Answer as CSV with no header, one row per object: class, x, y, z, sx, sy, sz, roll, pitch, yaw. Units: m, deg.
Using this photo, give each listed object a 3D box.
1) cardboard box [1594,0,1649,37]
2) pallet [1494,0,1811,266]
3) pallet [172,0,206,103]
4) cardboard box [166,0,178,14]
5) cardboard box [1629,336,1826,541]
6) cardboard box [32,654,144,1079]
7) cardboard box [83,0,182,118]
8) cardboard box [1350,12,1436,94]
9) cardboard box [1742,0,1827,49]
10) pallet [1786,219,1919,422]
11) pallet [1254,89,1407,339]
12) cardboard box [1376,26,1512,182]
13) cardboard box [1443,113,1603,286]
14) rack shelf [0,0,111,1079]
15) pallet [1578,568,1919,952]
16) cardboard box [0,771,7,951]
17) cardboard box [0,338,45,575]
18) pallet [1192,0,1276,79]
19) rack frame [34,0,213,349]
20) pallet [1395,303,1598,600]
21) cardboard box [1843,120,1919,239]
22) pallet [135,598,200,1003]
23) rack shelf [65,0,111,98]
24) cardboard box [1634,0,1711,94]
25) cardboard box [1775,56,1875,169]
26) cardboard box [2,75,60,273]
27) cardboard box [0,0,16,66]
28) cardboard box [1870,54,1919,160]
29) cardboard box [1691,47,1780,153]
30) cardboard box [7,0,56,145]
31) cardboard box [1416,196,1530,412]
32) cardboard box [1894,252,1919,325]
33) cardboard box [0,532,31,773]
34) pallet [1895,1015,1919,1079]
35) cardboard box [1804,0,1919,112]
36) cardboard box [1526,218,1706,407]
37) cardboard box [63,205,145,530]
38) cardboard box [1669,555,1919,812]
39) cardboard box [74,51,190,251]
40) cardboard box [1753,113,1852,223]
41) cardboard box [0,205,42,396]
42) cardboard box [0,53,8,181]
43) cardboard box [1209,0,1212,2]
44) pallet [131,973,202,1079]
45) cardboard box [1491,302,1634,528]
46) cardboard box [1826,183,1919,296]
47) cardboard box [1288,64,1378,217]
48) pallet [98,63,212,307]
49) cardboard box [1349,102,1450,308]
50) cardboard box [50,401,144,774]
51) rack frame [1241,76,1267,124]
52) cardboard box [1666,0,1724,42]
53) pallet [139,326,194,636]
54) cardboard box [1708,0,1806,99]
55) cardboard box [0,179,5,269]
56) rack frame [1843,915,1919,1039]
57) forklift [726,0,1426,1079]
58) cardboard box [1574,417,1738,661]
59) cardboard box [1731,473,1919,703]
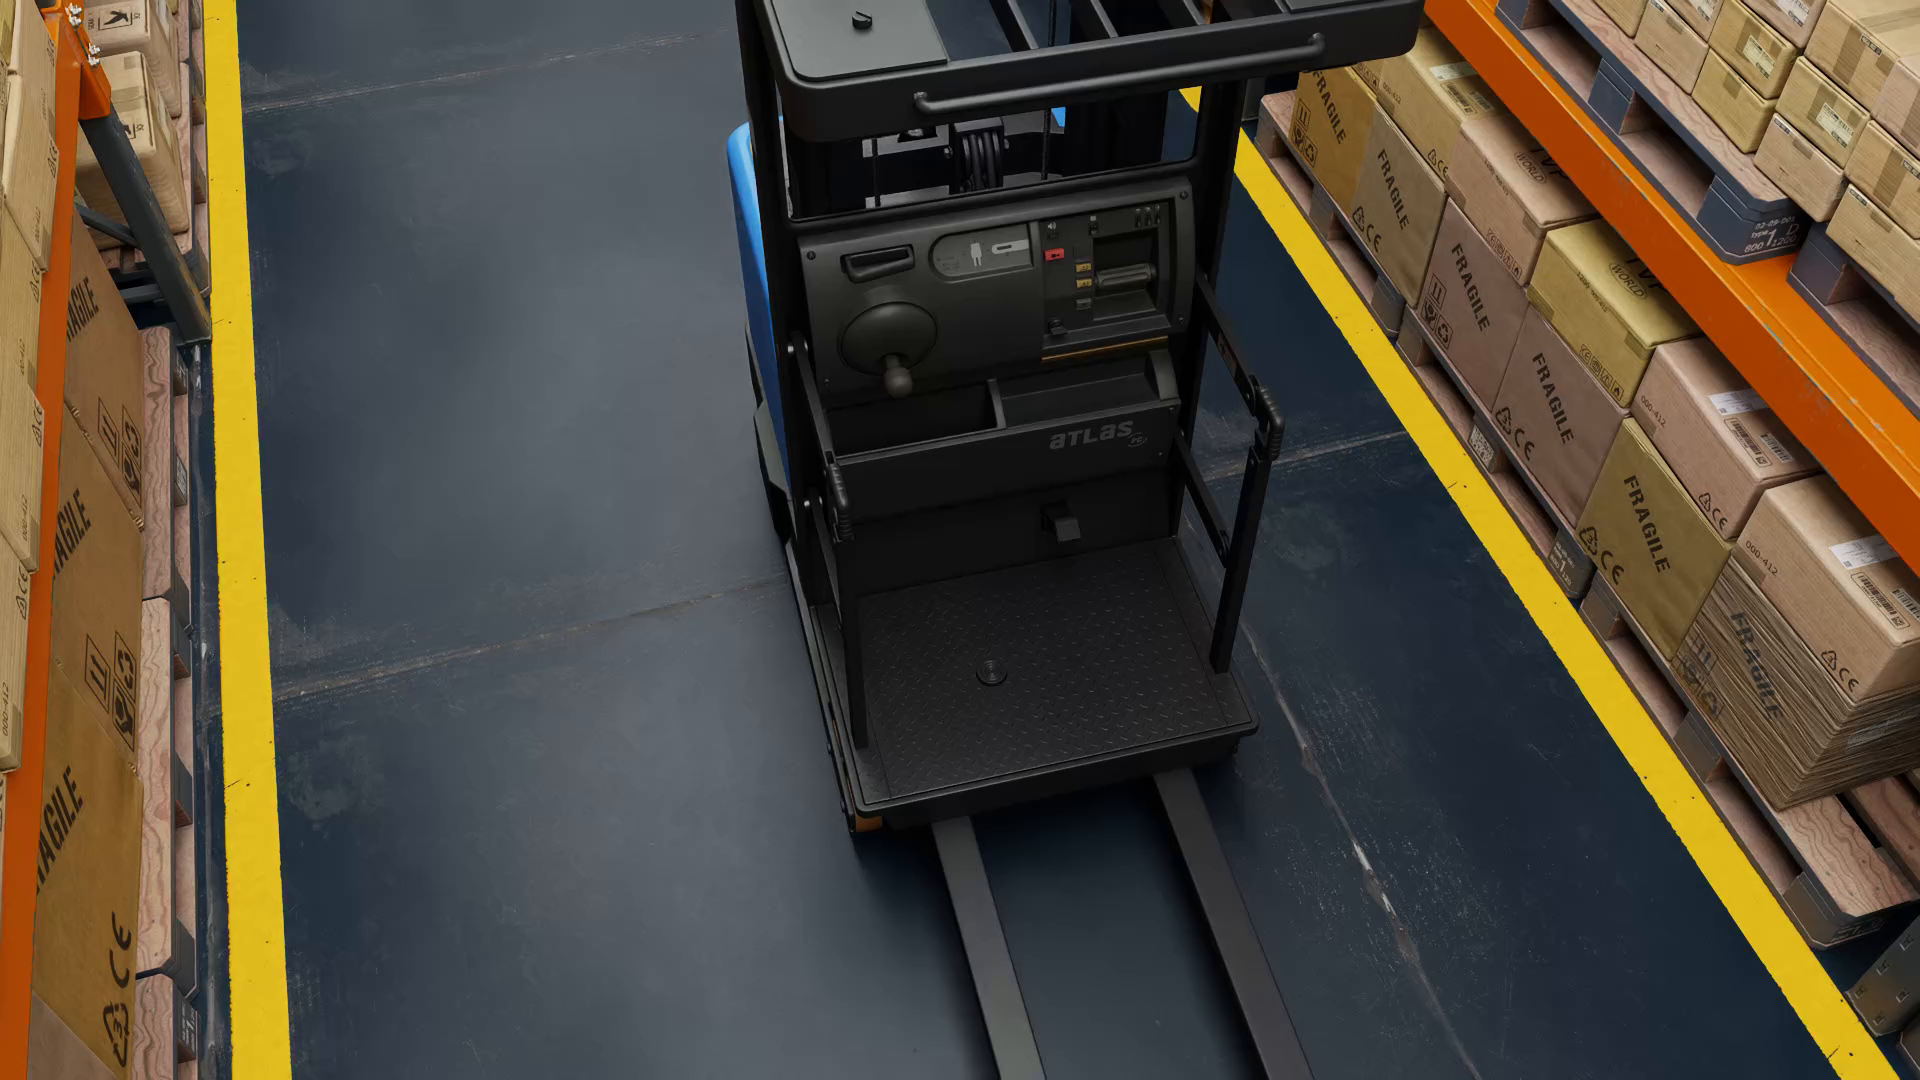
cardboard box,1.912,-1.504,4.445,0.380,0.149,0.250,-13,51,-10
pallet,2.203,-1.291,4.502,1.003,0.211,1.213,-13,51,-11
pallet,-3.707,-2.158,6.931,1.003,0.211,1.213,-13,51,-11
cardboard box,-3.722,-2.392,6.749,0.950,0.372,0.625,-12,51,-10
cardboard box,2.161,-0.305,4.415,0.500,0.250,0.500,-11,51,-9
cardboard box,-2.471,0.782,3.744,0.875,0.875,0.875,-12,51,-10
cardboard box,-3.503,-1.837,6.281,0.950,0.372,0.625,-14,51,-12
cardboard box,1.552,-1.802,5.677,0.500,0.250,0.500,-15,52,-13
cardboard box,2.072,-1.315,3.897,0.380,0.149,0.250,-15,52,-13
pallet,2.675,-0.397,3.749,1.003,0.211,1.213,-13,51,-11
pallet,1.809,-1.320,6.224,1.003,0.211,1.213,-13,51,-11
cardboard box,1.702,-1.432,5.365,0.500,0.250,0.500,-14,51,-11
cardboard box,1.836,-1.068,5.058,0.500,0.250,0.500,-13,51,-11
rack shelf,-2.528,0.096,3.678,1.077,0.370,4.000,-13,51,-11
pallet,2.530,0.462,4.722,1.003,0.211,1.213,-13,51,-11
cardboard box,-1.969,0.615,2.868,0.500,0.250,0.500,-14,51,-12
cardboard box,-2.245,-0.130,3.496,0.500,0.250,0.500,-14,51,-12
pallet,1.418,-2.484,7.206,1.003,0.211,1.213,-13,51,-11
rack frame,-3.120,-1.596,4.634,1.000,3.000,0.127,-13,51,-11
pallet,2.166,-0.430,5.475,1.003,0.211,1.213,-13,51,-11
cardboard box,2.221,-0.837,3.689,0.380,0.149,0.250,-15,51,-12
pallet,-2.602,0.785,4.450,1.003,0.211,1.213,-13,51,-11
rack shelf,-3.711,-2.825,6.140,1.077,0.370,4.000,-13,51,-11
cardboard box,1.988,-1.313,4.285,0.380,0.149,0.250,-15,51,-12
cardboard box,2.145,-1.027,3.849,0.380,0.149,0.250,-16,52,-13
cardboard box,-2.556,-0.868,4.118,0.500,0.250,0.500,-12,51,-10
cardboard box,-2.734,-1.413,4.250,0.500,0.250,0.500,-13,51,-11
cardboard box,2.224,-0.940,3.581,0.380,0.149,0.250,-13,51,-11
cardboard box,2.067,-1.118,4.121,0.380,0.149,0.250,-11,51,-9
cardboard box,-2.722,-1.237,4.429,0.500,0.250,0.500,-15,51,-12
cardboard box,1.853,-0.805,5.327,0.500,0.500,0.500,-14,51,-12
cardboard box,2.306,-0.540,3.633,0.380,0.149,0.250,-13,51,-11
cardboard box,-2.106,0.237,3.187,0.500,0.250,0.500,-14,51,-11
pallet,2.994,1.513,3.836,1.003,0.211,1.213,-13,51,-11
cardboard box,2.155,-1.120,3.733,0.380,0.149,0.250,-15,51,-12
cardboard box,1.991,-0.688,4.737,0.500,0.250,0.500,-15,52,-13
cardboard box,-2.995,-0.524,4.845,0.875,0.875,0.875,-14,51,-11
cardboard box,2.302,0.319,4.380,0.500,0.500,0.500,-14,51,-12
cardboard box,-3.277,-1.300,5.828,0.950,0.372,0.625,-16,52,-13
cardboard box,2.144,-0.925,3.957,0.380,0.149,0.250,-15,52,-13
cardboard box,-2.423,-0.497,3.805,0.500,0.250,0.500,-14,51,-11
cardboard box,-2.579,-1.039,3.935,0.500,0.250,0.500,-14,51,-12
cardboard box,1.485,-2.665,6.731,1.050,0.750,0.750,-14,51,-11
pallet,-2.237,1.677,3.698,1.003,0.211,1.213,-13,51,-11
cardboard box,2.003,-0.432,5.012,0.500,0.500,0.500,-14,51,-12
cardboard box,2.232,-0.723,3.787,0.380,0.149,0.250,-16,52,-13
cardboard box,1.544,-1.545,5.951,0.500,0.500,0.500,-15,52,-13
pallet,-3.350,-1.269,6.182,1.003,0.211,1.213,-13,51,-11
cardboard box,1.696,-1.178,5.642,0.500,0.500,0.500,-13,51,-11
cardboard box,-2.735,0.129,4.295,0.875,0.875,0.875,-13,51,-11
rack frame,1.579,-2.790,5.640,1.000,3.000,0.127,-13,51,-11
cardboard box,1.996,-1.405,4.168,0.380,0.149,0.250,-12,51,-10
pallet,-2.959,-0.105,5.200,1.003,0.211,1.213,-13,51,-11
cardboard box,2.062,-1.226,4.017,0.380,0.149,0.250,-13,51,-11
cardboard box,-2.408,-0.670,3.624,0.500,0.250,0.500,-15,51,-12
rack frame,2.762,0.132,3.177,1.000,3.000,0.127,-13,51,-11
forklift,0.153,-0.478,3.736,1.130,2.935,3.031,-11,51,-9
cardboard box,2.151,-0.056,4.696,0.500,0.500,0.500,-14,51,-12
cardboard box,2.300,0.074,4.096,0.500,0.250,0.500,-15,51,-12
